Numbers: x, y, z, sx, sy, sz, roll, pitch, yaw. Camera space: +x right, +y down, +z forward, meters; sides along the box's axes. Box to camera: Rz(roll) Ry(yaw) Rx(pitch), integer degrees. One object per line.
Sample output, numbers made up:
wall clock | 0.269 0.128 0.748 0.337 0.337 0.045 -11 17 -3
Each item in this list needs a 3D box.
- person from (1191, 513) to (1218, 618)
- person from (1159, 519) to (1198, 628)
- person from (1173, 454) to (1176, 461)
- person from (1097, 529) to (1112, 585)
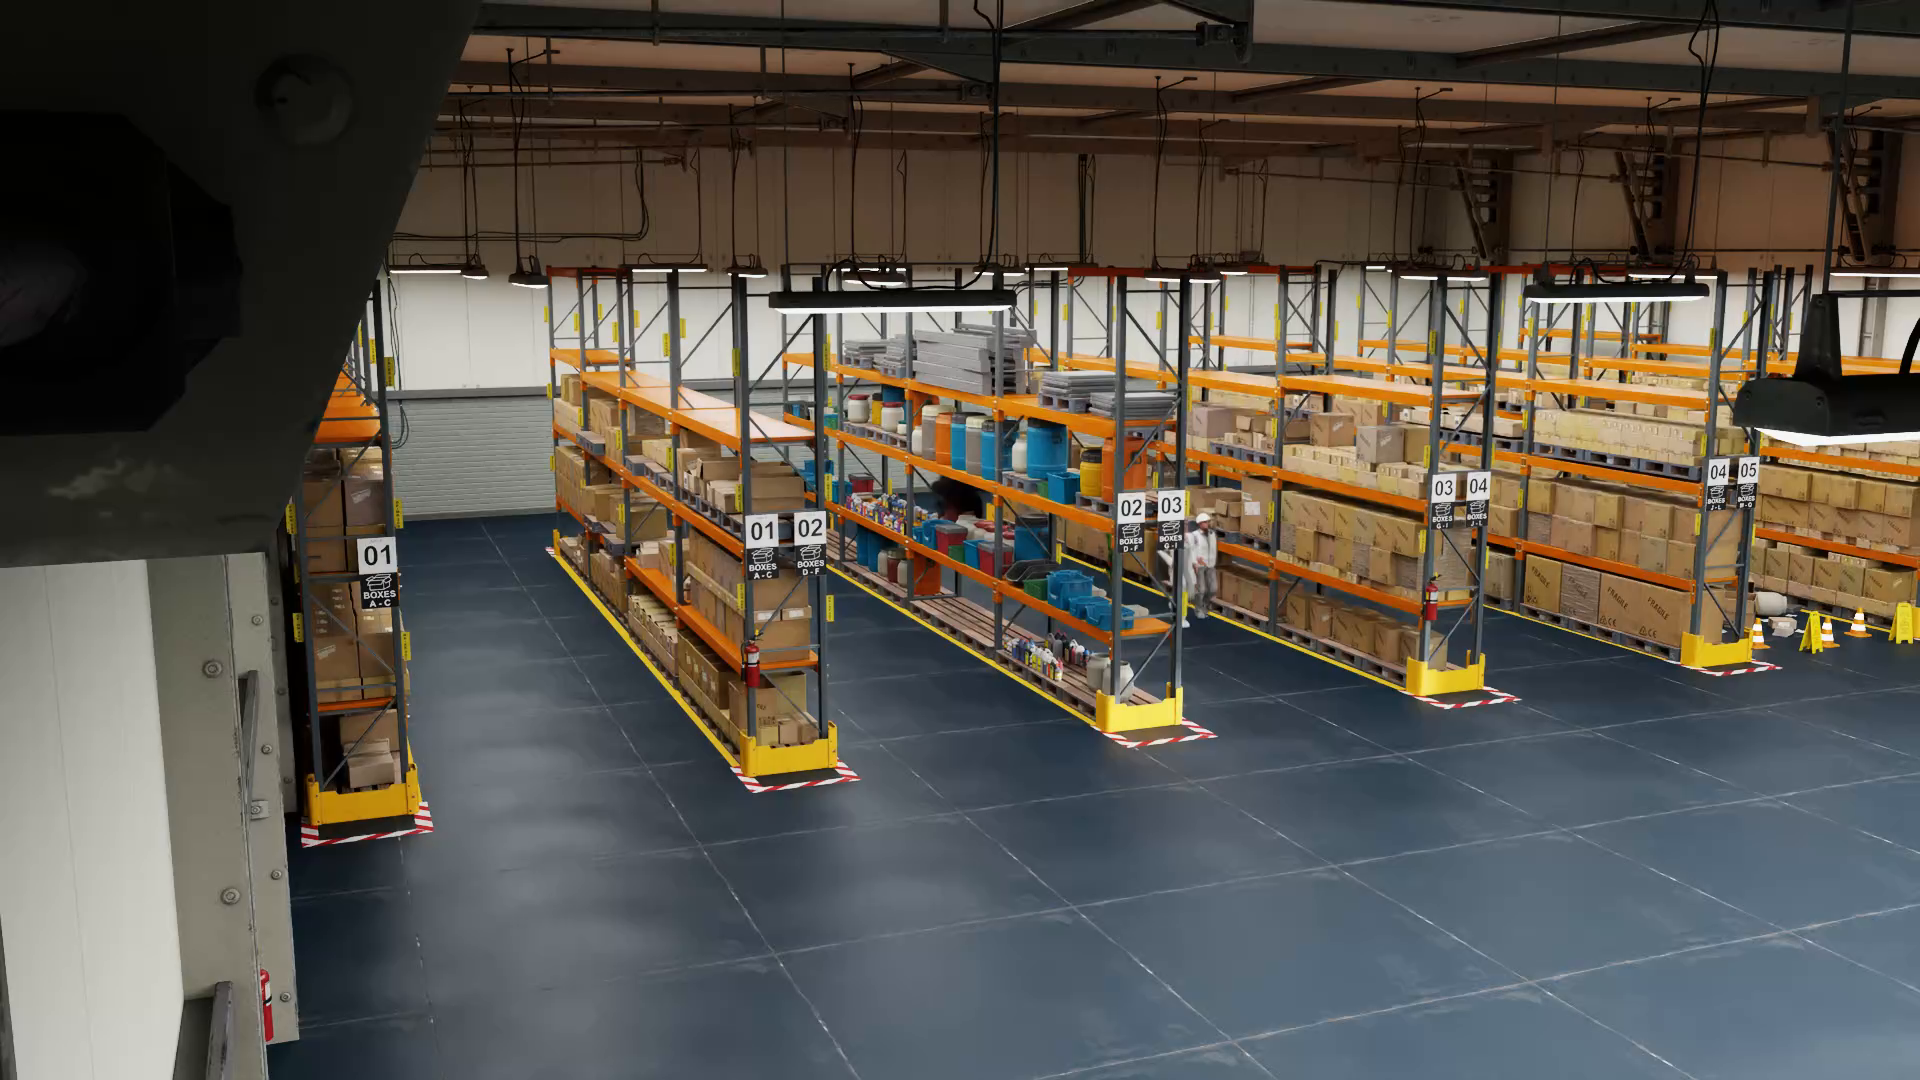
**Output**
person | 4.032 0.439 27.487 0.669 1.771 0.534 -4 11 -21
person | 3.556 0.514 26.987 0.721 1.763 0.586 -5 11 -27
person | 5.391 -1.729 41.628 0.536 1.694 0.716 1 10 7
person | 2.837 -0.084 30.387 0.645 1.893 0.741 -5 11 -27
